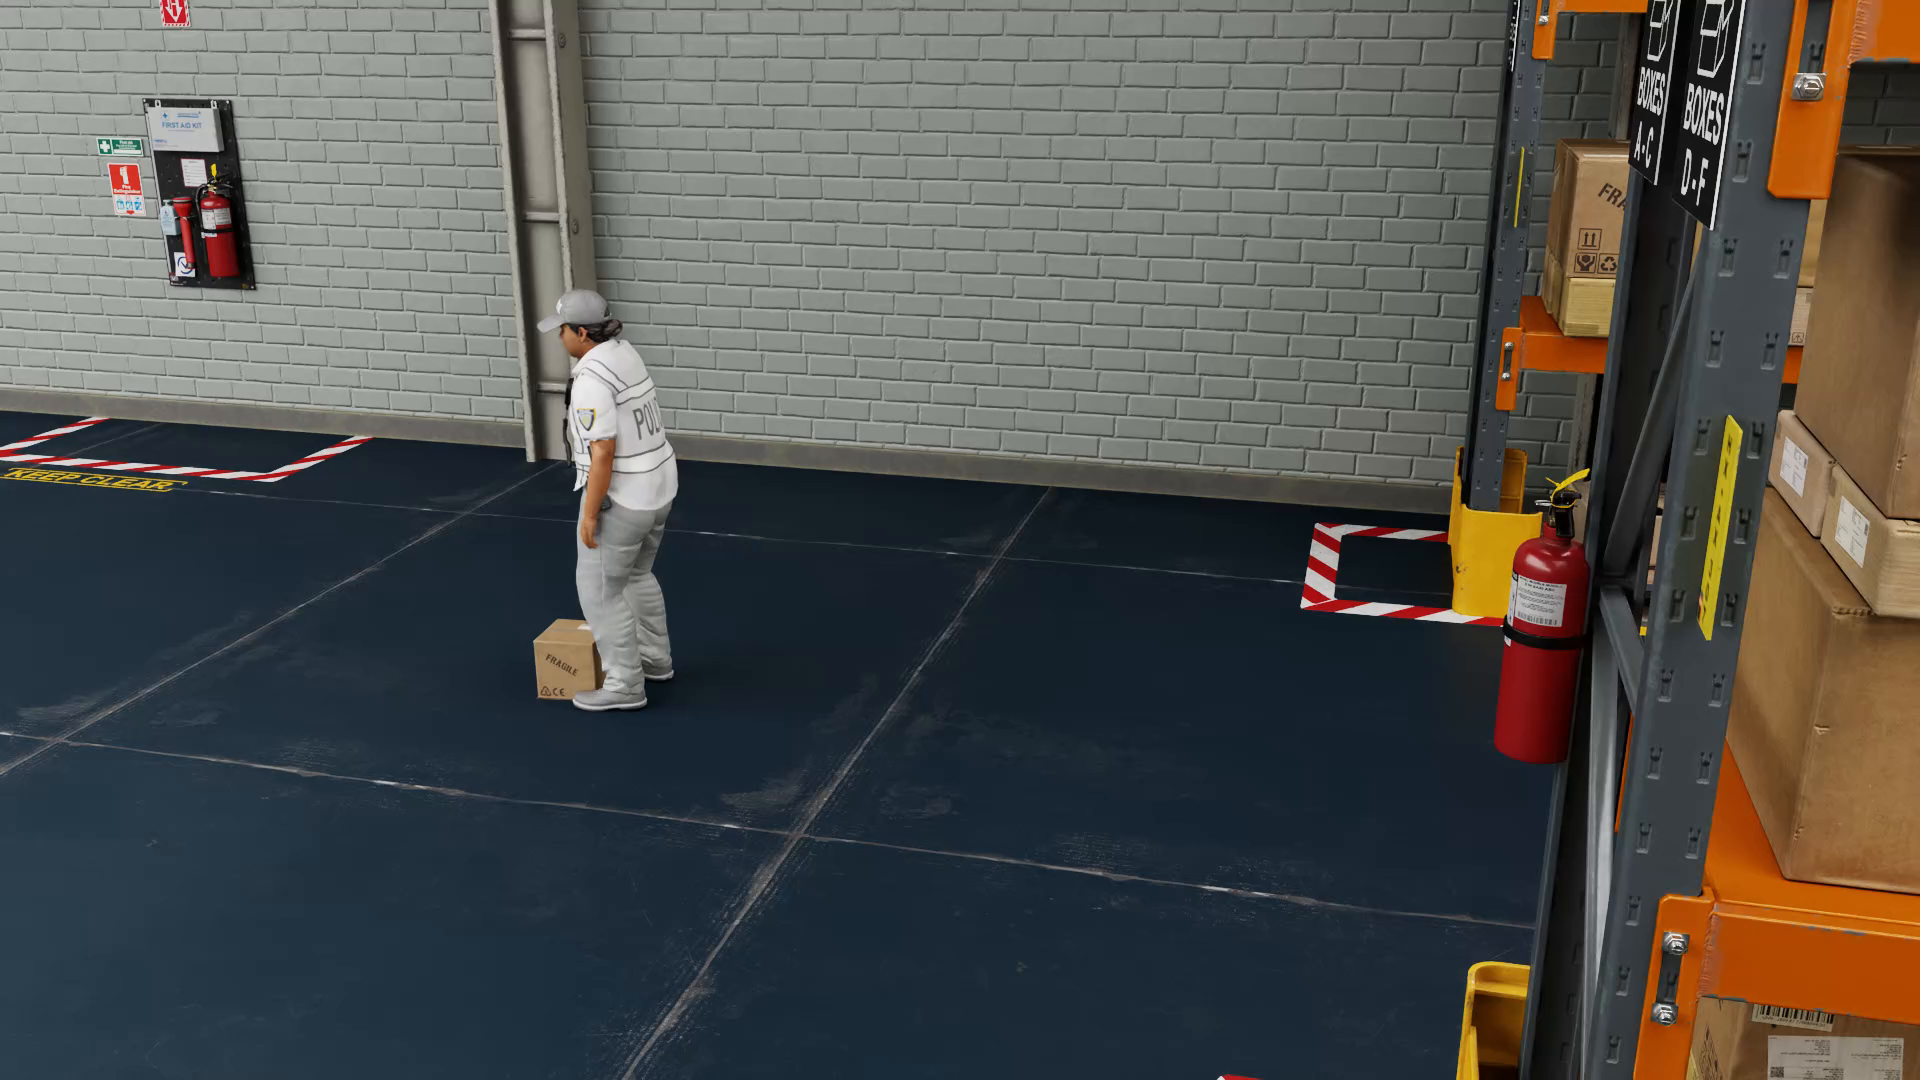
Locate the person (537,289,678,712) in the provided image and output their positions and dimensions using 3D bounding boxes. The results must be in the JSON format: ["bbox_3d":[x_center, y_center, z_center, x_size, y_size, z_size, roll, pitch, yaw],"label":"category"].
[{"bbox_3d":[-1.361,-0.163,6.539,0.470,1.665,0.560,3,19,10],"label":"person"}]
